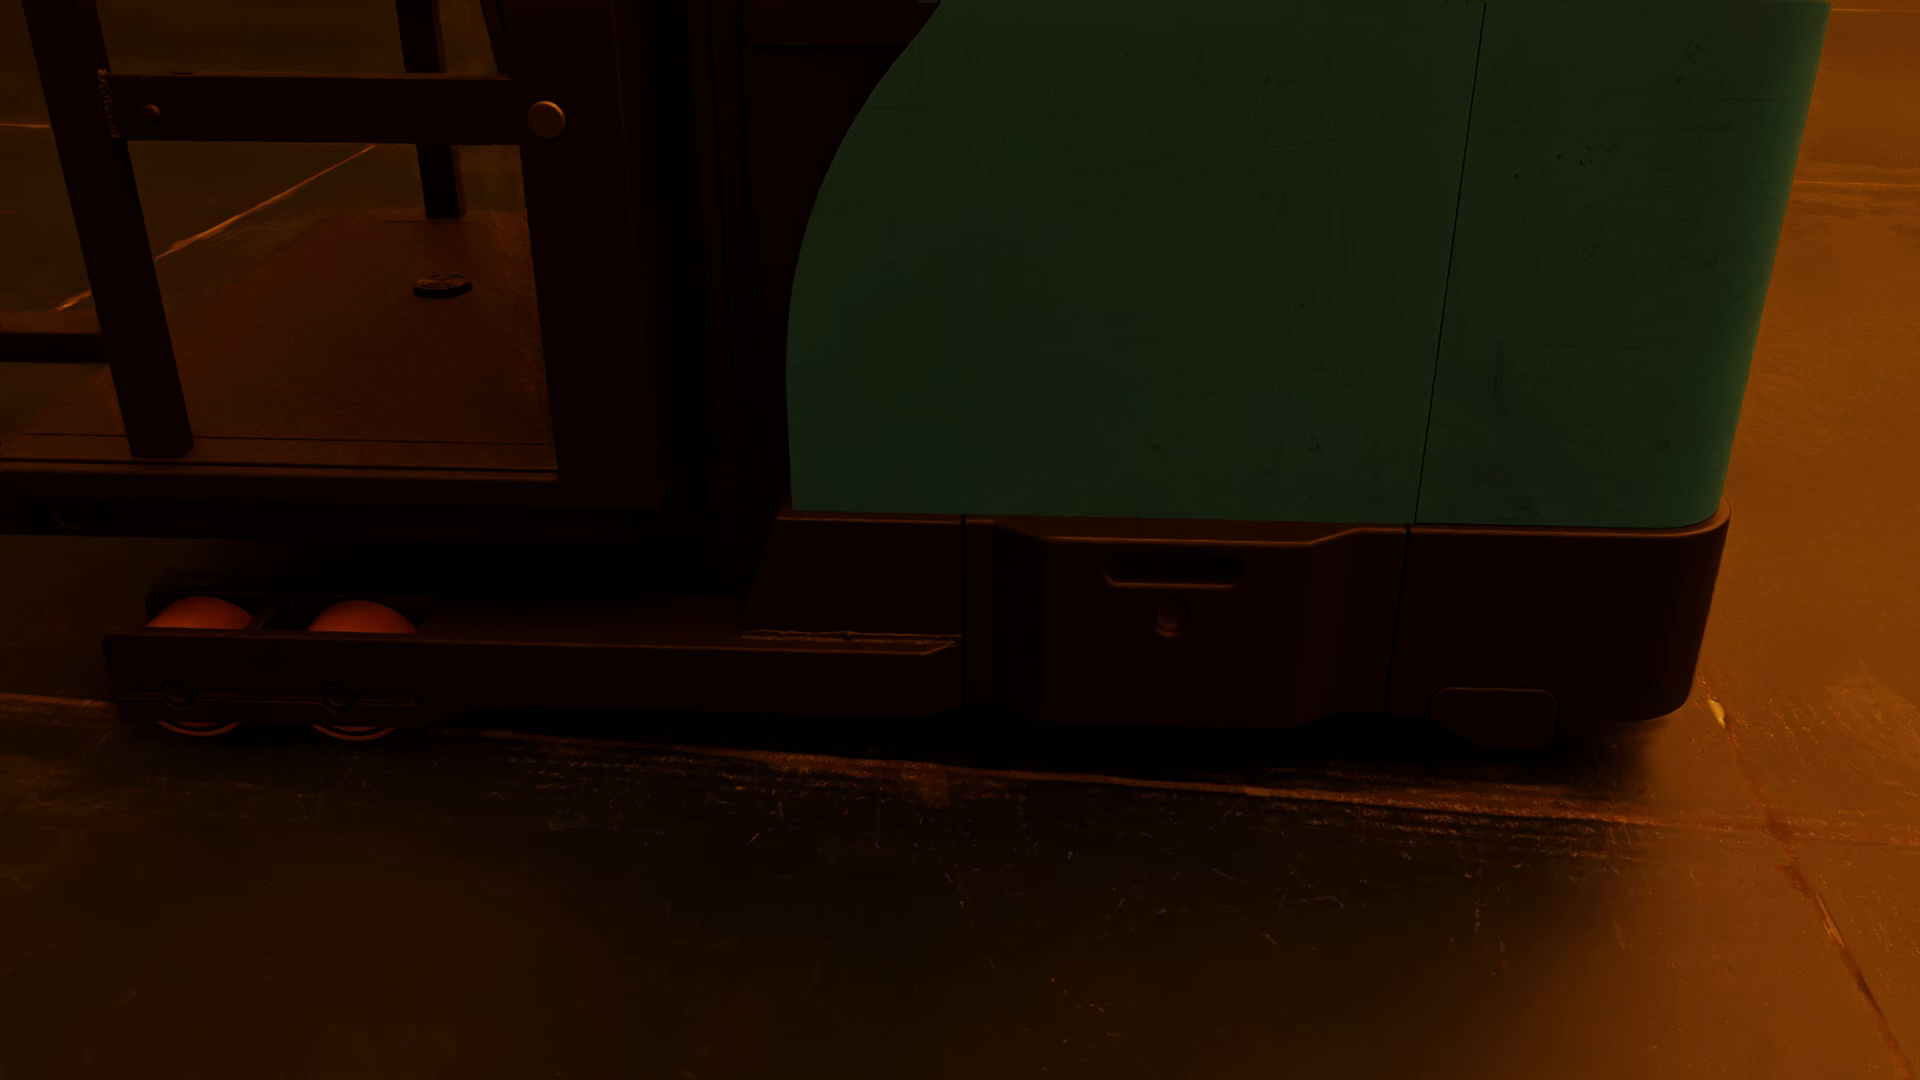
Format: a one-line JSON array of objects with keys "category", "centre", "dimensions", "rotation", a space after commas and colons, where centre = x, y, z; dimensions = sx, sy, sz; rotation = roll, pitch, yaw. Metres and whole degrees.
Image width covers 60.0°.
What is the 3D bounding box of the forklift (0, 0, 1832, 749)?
[{"category": "forklift", "centre": [-0.616, -1.303, 1.828], "dimensions": [3.031, 2.935, 1.130], "rotation": [1, 27, 3]}]
